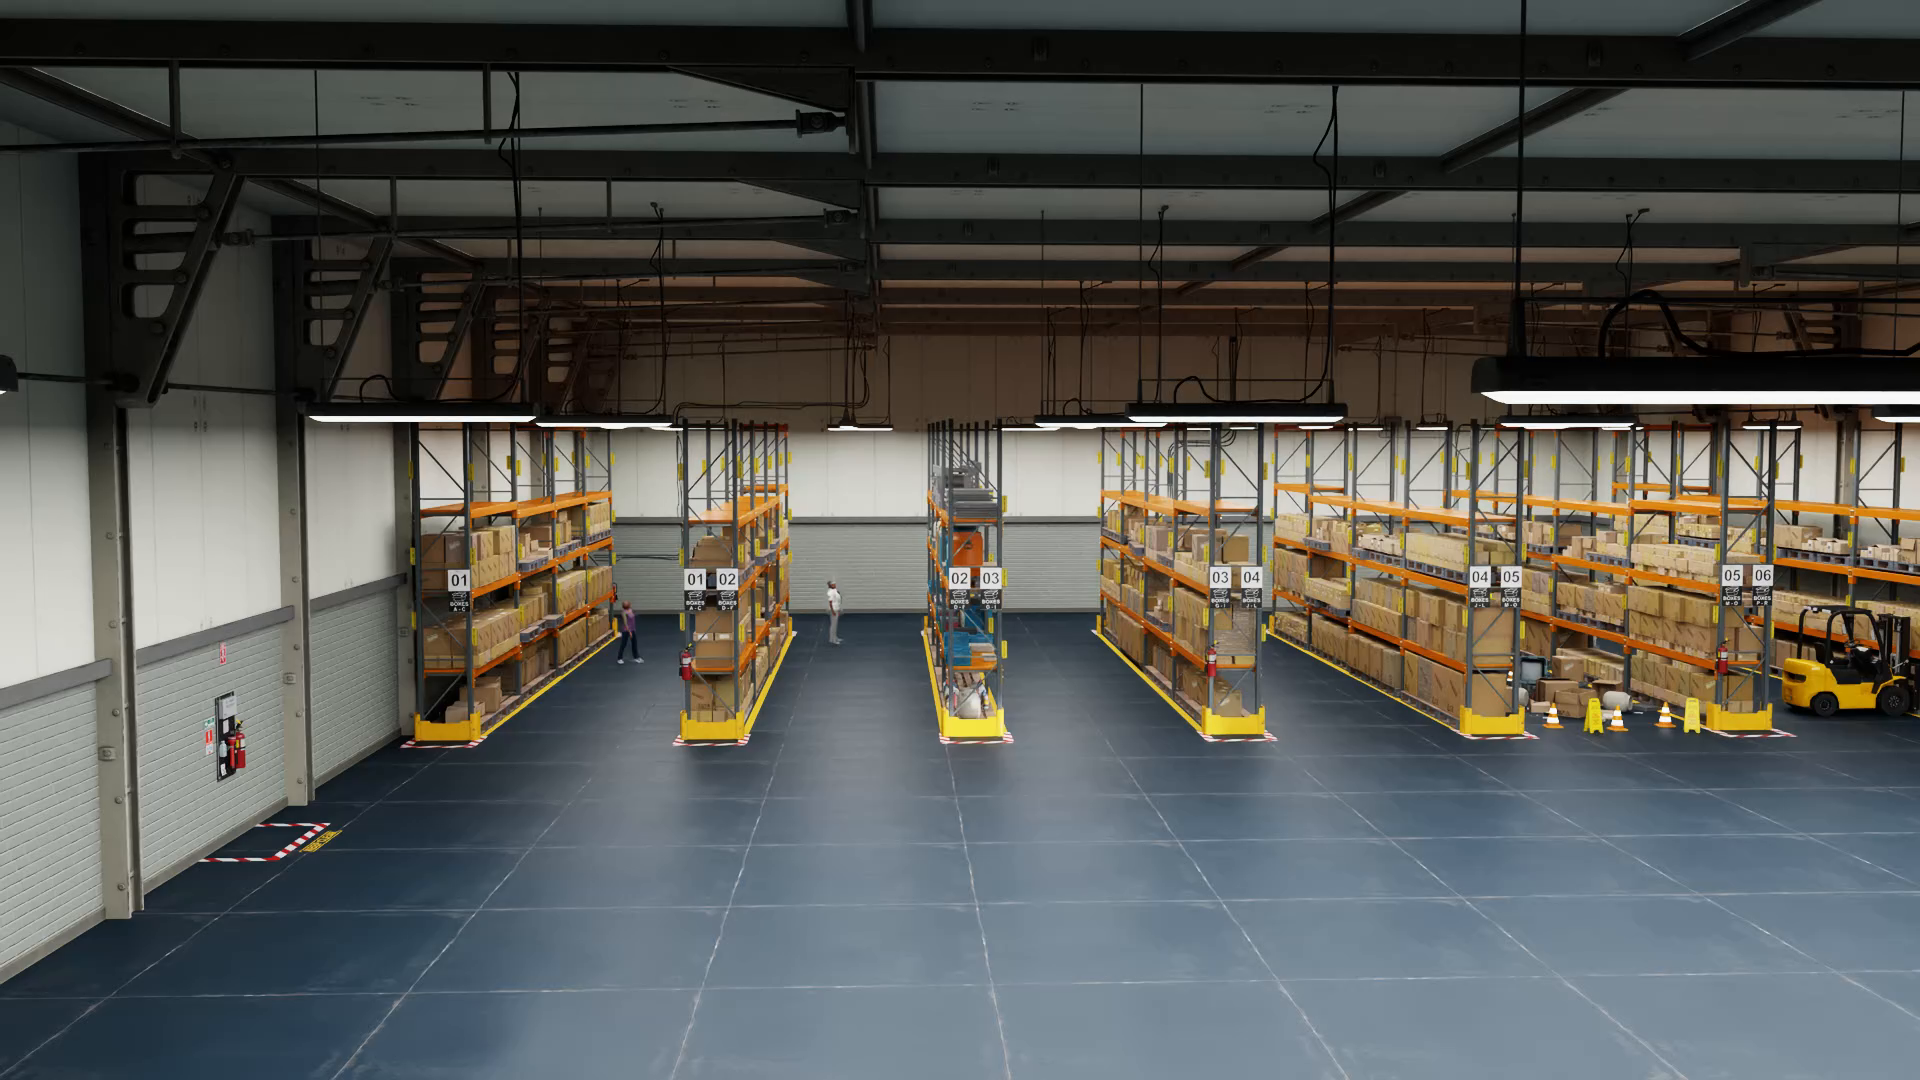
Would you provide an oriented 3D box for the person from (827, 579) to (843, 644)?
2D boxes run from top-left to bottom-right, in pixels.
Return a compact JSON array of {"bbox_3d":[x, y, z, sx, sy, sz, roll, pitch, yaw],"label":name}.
[{"bbox_3d":[-3.388,1.916,44.799,0.422,1.723,0.503,0,4,5],"label":"person"}]

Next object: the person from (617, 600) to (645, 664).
[{"bbox_3d":[-8.245,2.291,41.472,0.532,1.603,0.587,2,4,24],"label":"person"}]

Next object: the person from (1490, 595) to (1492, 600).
[{"bbox_3d":[13.146,2.205,41.562,0.905,1.737,0.698,4,5,44],"label":"person"}]
